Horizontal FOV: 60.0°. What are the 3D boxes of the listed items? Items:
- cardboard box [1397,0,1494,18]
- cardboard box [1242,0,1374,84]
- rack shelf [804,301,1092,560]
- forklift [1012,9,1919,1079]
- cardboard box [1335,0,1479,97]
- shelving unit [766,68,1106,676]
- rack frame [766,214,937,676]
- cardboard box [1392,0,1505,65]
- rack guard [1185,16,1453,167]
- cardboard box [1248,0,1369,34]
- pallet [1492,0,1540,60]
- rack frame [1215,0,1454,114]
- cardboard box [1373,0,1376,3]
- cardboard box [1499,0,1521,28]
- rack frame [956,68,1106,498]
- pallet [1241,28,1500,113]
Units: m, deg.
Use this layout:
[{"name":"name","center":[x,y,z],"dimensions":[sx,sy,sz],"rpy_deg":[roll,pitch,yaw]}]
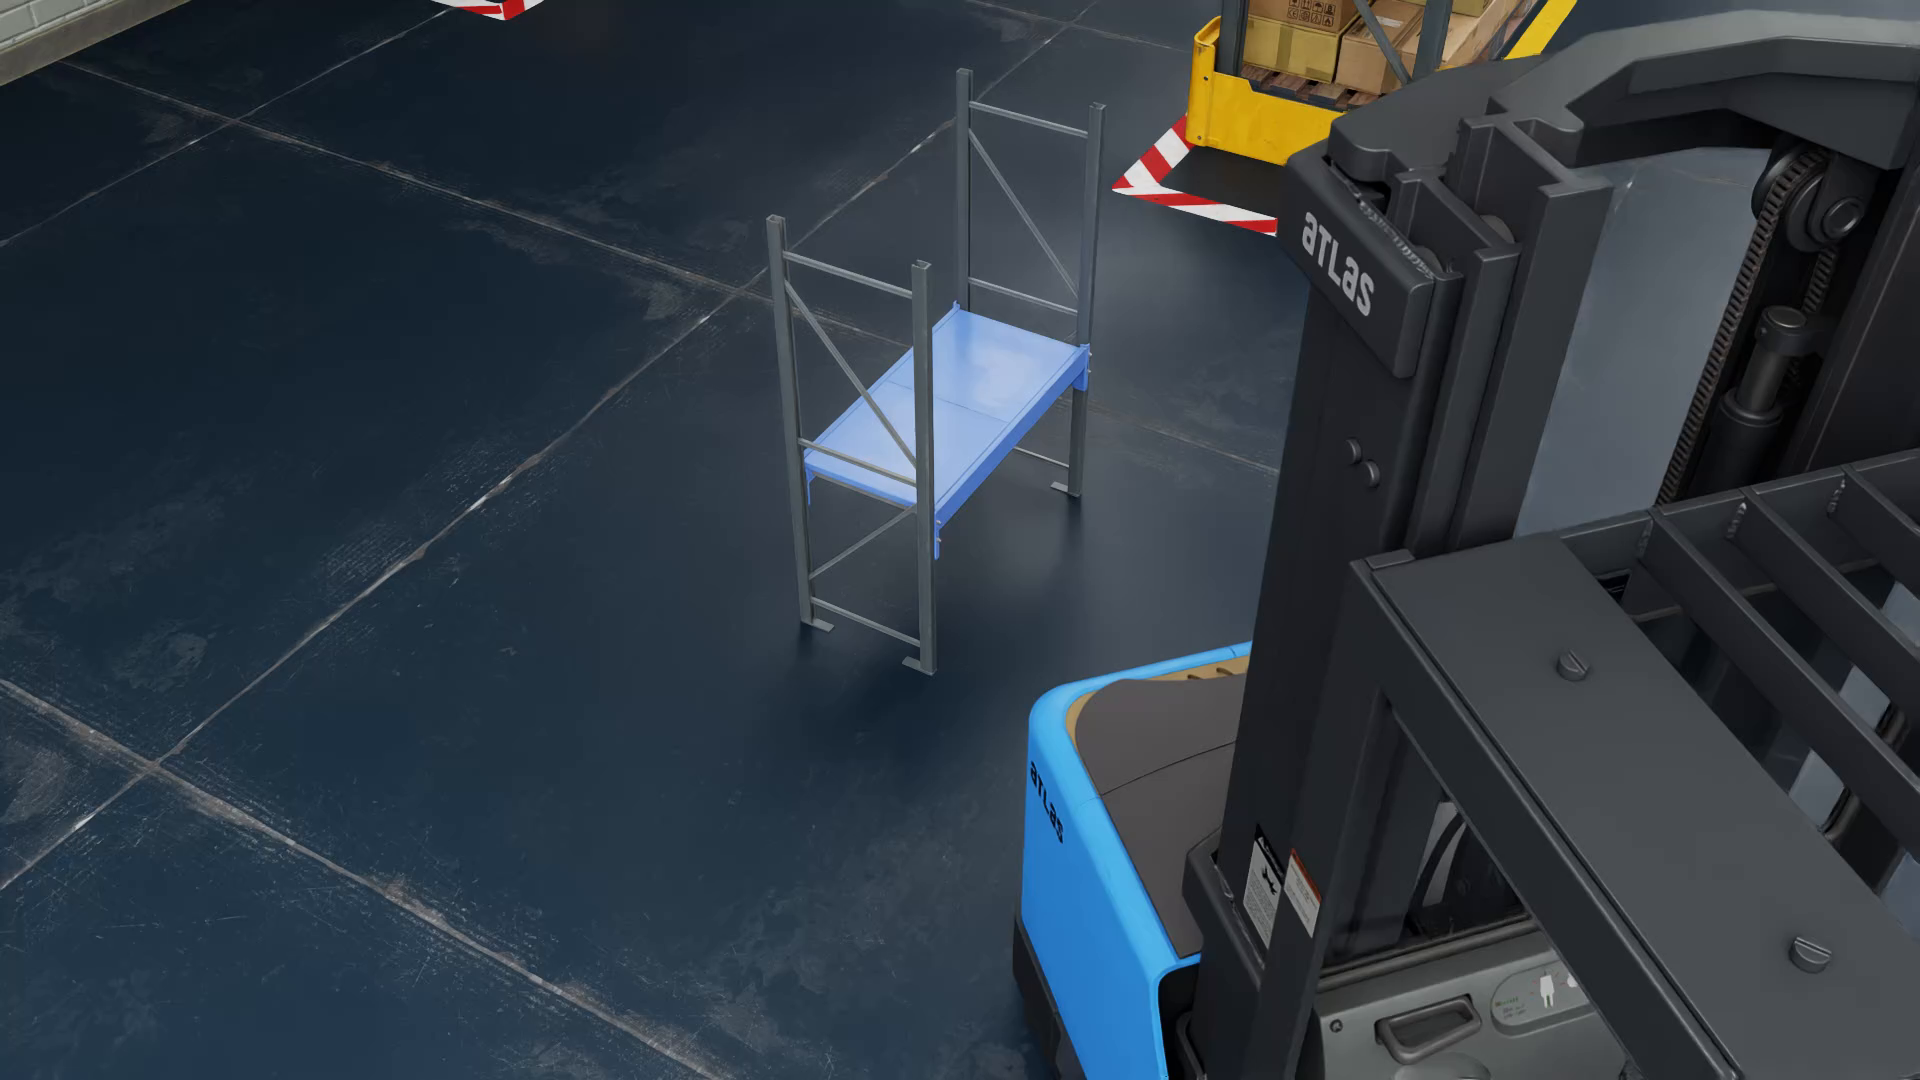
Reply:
[{"name":"cardboard box","center":[2.361,-2.872,7.937],"dimensions":[0.500,0.500,0.500],"rpy_deg":[21,45,22]},{"name":"cardboard box","center":[1.664,-2.475,8.054],"dimensions":[0.500,0.250,0.500],"rpy_deg":[21,45,22]},{"name":"rack shelf","center":[-0.043,-0.379,5.318],"dimensions":[0.538,0.185,1.000],"rpy_deg":[21,45,22]},{"name":"forklift","center":[1.066,0.880,2.533],"dimensions":[1.130,2.935,3.031],"rpy_deg":[-12,43,-13]},{"name":"cardboard box","center":[2.113,-2.304,7.859],"dimensions":[0.500,0.250,0.500],"rpy_deg":[21,45,22]},{"name":"shelving unit","center":[-0.043,-0.514,5.199],"dimensions":[0.538,1.500,1.048],"rpy_deg":[21,45,22]},{"name":"rack frame","center":[-0.297,-0.223,4.869],"dimensions":[0.500,1.500,0.032],"rpy_deg":[21,45,22]},{"name":"cardboard box","center":[2.360,-2.591,8.186],"dimensions":[0.500,0.250,0.500],"rpy_deg":[21,45,22]},{"name":"rack guard","center":[1.640,-1.993,7.635],"dimensions":[1.175,0.500,0.348],"rpy_deg":[21,45,22]},{"name":"cardboard box","center":[1.662,-2.757,7.807],"dimensions":[0.500,0.500,0.500],"rpy_deg":[21,45,22]},{"name":"pallet","center":[2.610,-3.045,9.048],"dimensions":[1.003,0.211,1.213],"rpy_deg":[21,45,22]},{"name":"rack frame","center":[1.652,-2.945,6.824],"dimensions":[1.000,3.000,0.127],"rpy_deg":[21,45,22]},{"name":"cardboard box","center":[1.904,-2.765,8.383],"dimensions":[0.500,0.250,0.500],"rpy_deg":[21,45,22]},{"name":"cardboard box","center":[2.610,-2.877,8.510],"dimensions":[0.500,0.250,0.500],"rpy_deg":[21,45,22]},{"name":"rack frame","center":[0.212,-0.805,5.529],"dimensions":[0.500,1.500,0.032],"rpy_deg":[21,45,22]},{"name":"pallet","center":[1.998,-2.350,8.259],"dimensions":[1.003,0.211,1.213],"rpy_deg":[21,45,22]}]
